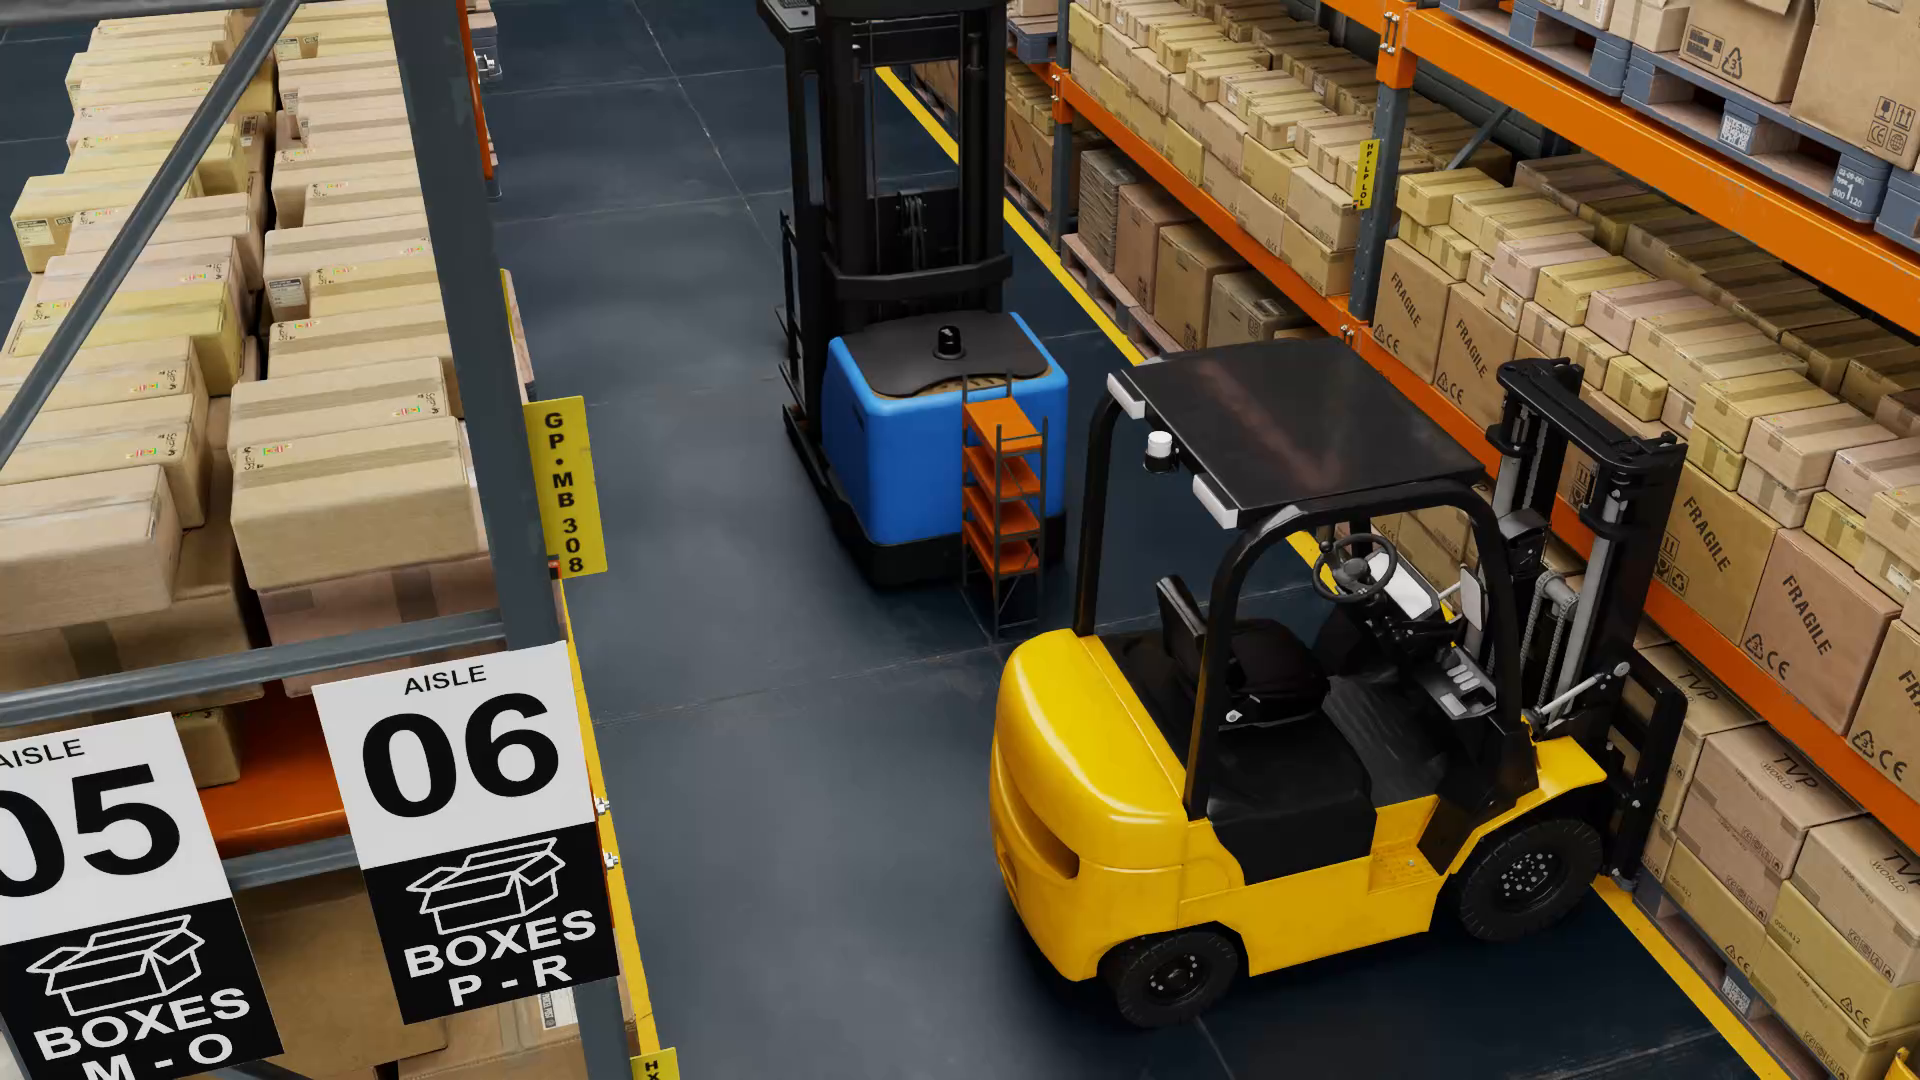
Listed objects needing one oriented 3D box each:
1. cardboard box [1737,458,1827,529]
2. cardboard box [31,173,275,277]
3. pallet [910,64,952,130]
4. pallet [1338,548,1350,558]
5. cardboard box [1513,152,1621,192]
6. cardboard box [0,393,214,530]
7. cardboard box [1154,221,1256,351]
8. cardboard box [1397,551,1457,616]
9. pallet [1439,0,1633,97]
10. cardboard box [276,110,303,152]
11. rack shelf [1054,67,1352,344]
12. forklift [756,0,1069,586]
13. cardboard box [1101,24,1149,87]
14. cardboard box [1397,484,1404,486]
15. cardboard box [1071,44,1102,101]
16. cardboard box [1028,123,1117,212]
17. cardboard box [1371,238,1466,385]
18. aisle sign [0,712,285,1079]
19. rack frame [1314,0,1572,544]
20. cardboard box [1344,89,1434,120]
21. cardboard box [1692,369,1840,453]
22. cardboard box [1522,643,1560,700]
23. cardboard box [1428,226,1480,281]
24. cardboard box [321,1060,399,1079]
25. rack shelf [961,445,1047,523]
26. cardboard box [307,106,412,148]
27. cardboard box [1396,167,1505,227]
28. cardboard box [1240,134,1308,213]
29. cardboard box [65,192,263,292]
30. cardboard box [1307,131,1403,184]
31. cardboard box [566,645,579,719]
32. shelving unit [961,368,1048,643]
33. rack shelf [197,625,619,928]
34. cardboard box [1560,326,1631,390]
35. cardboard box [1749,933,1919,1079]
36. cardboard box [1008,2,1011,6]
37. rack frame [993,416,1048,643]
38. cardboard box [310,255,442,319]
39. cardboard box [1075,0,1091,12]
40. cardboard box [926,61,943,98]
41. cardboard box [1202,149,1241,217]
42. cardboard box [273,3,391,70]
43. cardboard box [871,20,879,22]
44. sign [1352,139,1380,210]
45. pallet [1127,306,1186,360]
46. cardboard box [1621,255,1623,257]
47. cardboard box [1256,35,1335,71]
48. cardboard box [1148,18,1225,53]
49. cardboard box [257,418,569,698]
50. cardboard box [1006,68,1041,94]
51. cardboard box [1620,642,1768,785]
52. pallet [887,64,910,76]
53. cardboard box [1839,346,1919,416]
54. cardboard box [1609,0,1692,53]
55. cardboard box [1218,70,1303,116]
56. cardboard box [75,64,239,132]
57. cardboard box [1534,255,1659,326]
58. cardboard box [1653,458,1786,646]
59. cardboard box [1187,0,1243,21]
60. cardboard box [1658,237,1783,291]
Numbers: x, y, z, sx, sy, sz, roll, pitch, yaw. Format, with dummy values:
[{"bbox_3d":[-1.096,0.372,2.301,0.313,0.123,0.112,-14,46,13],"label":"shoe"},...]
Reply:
[{"bbox_3d":[2.891,-0.194,5.644,0.380,0.149,0.250,-11,35,-16],"label":"cardboard box"},{"bbox_3d":[-2.028,-0.707,4.244,0.500,0.250,0.500,-10,35,-14],"label":"cardboard box"},{"bbox_3d":[0.206,-3.923,14.495,1.003,0.211,1.213,-10,35,-15],"label":"pallet"},{"bbox_3d":[2.565,0.281,8.133,1.003,0.211,1.213,-10,35,-15],"label":"pallet"},{"bbox_3d":[2.747,-1.626,7.542,0.380,0.149,0.250,-10,35,-15],"label":"cardboard box"},{"bbox_3d":[-1.570,-0.119,2.993,0.380,0.149,0.250,-9,35,-14],"label":"cardboard box"},{"bbox_3d":[1.731,-1.566,10.173,0.875,0.625,0.625,-11,35,-17],"label":"cardboard box"},{"bbox_3d":[2.364,0.239,7.781,0.500,0.250,0.500,-11,35,-16],"label":"cardboard box"},{"bbox_3d":[2.647,-2.078,6.533,1.003,0.211,1.213,-10,35,-15],"label":"pallet"},{"bbox_3d":[-1.676,-1.061,4.781,0.500,0.250,0.500,-11,35,-16],"label":"cardboard box"},{"bbox_3d":[1.752,-2.057,9.794,1.077,0.370,4.000,-10,35,-15],"label":"rack shelf"},{"bbox_3d":[-0.393,-1.803,8.820,1.130,2.935,3.031,-10,35,-15],"label":"forklift"},{"bbox_3d":[1.196,-3.016,10.276,0.500,0.250,0.500,-9,34,-13],"label":"cardboard box"},{"bbox_3d":[2.211,-0.445,7.909,0.500,0.250,0.500,-11,35,-15],"label":"cardboard box"},{"bbox_3d":[1.044,-3.070,10.812,0.500,0.250,0.500,-10,35,-15],"label":"cardboard box"},{"bbox_3d":[0.808,-2.725,12.040,0.500,0.500,0.500,-9,35,-13],"label":"cardboard box"},{"bbox_3d":[2.249,-1.072,7.560,0.500,0.500,0.500,-11,35,-16],"label":"cardboard box"},{"bbox_3d":[-1.401,0.627,2.723,0.394,0.787,0.004,-10,35,-15],"label":"aisle sign"},{"bbox_3d":[2.362,-1.307,8.007,1.000,3.000,0.127,-10,35,-15],"label":"rack frame"},{"bbox_3d":[2.254,-2.251,8.757,0.380,0.149,0.250,-10,35,-15],"label":"cardboard box"},{"bbox_3d":[2.787,-0.449,5.760,0.380,0.149,0.250,-9,35,-14],"label":"cardboard box"},{"bbox_3d":[2.667,0.558,6.845,0.500,0.250,0.500,-10,35,-15],"label":"cardboard box"},{"bbox_3d":[2.289,-1.272,7.275,0.380,0.149,0.250,-9,35,-14],"label":"cardboard box"},{"bbox_3d":[-1.572,1.226,3.814,0.500,0.500,0.500,-11,35,-16],"label":"cardboard box"},{"bbox_3d":[0.202,-0.286,7.811,0.258,0.148,0.480,-10,35,-15],"label":"rack shelf"},{"bbox_3d":[-1.496,-1.022,4.359,0.380,0.149,0.250,-10,35,-14],"label":"cardboard box"},{"bbox_3d":[2.177,-1.526,7.390,0.380,0.149,0.250,-9,35,-14],"label":"cardboard box"},{"bbox_3d":[1.805,-1.936,8.642,0.500,0.250,0.500,-11,35,-16],"label":"cardboard box"},{"bbox_3d":[-1.817,-0.663,3.817,0.380,0.149,0.250,-11,35,-16],"label":"cardboard box"},{"bbox_3d":[1.950,-1.894,8.216,0.380,0.149,0.250,-11,35,-15],"label":"cardboard box"},{"bbox_3d":[-0.936,0.255,3.151,0.380,0.149,0.250,-10,35,-15],"label":"cardboard box"},{"bbox_3d":[0.202,-0.156,7.897,0.258,1.200,0.503,-10,35,-15],"label":"shelving unit"},{"bbox_3d":[-1.754,-0.371,4.523,1.077,0.370,4.000,-10,35,-15],"label":"rack shelf"},{"bbox_3d":[2.572,-0.731,6.456,0.380,0.149,0.250,-11,35,-16],"label":"cardboard box"},{"bbox_3d":[3.138,1.572,5.764,0.500,0.250,0.500,-10,35,-14],"label":"cardboard box"},{"bbox_3d":[0.512,-4.019,11.866,0.500,0.250,0.500,-12,35,-17],"label":"cardboard box"},{"bbox_3d":[0.277,-0.028,7.703,0.240,1.200,0.015,-10,35,-15],"label":"rack frame"},{"bbox_3d":[-1.173,-0.486,3.548,0.380,0.149,0.250,-10,35,-15],"label":"cardboard box"},{"bbox_3d":[0.959,-3.502,10.650,0.380,0.149,0.250,-9,35,-13],"label":"cardboard box"},{"bbox_3d":[0.027,-4.070,14.074,0.500,0.500,0.500,-10,35,-15],"label":"cardboard box"},{"bbox_3d":[1.678,-1.994,9.182,0.500,0.250,0.500,-10,35,-14],"label":"cardboard box"},{"bbox_3d":[-1.913,-1.544,5.150,0.380,0.149,0.250,-9,35,-14],"label":"cardboard box"},{"bbox_3d":[-0.637,-4.972,15.653,0.396,0.266,0.258,-9,34,-13],"label":"cardboard box"},{"bbox_3d":[1.848,-1.660,7.564,0.100,0.325,0.005,-10,35,-15],"label":"sign"},{"bbox_3d":[1.724,-1.165,10.322,1.003,0.211,1.213,-10,35,-15],"label":"pallet"},{"bbox_3d":[2.887,-1.228,7.208,0.380,0.149,0.250,-9,35,-14],"label":"cardboard box"},{"bbox_3d":[1.920,-2.780,9.557,0.380,0.149,0.250,-9,35,-13],"label":"cardboard box"},{"bbox_3d":[1.341,-2.970,9.844,0.380,0.149,0.250,-10,35,-14],"label":"cardboard box"},{"bbox_3d":[-1.044,0.008,3.162,0.500,0.250,0.500,-11,35,-16],"label":"cardboard box"},{"bbox_3d":[0.562,-3.457,12.558,0.380,0.149,0.250,-9,35,-13],"label":"cardboard box"},{"bbox_3d":[2.820,0.628,6.284,0.500,0.250,0.500,-10,35,-14],"label":"cardboard box"},{"bbox_3d":[-0.287,-4.704,15.678,1.003,0.211,1.213,-10,35,-15],"label":"pallet"},{"bbox_3d":[3.390,-0.556,5.921,0.380,0.149,0.250,-11,35,-16],"label":"cardboard box"},{"bbox_3d":[2.526,-1.889,5.817,0.396,0.266,0.258,-11,35,-16],"label":"cardboard box"},{"bbox_3d":[1.628,-2.427,9.023,0.380,0.149,0.250,-10,35,-14],"label":"cardboard box"},{"bbox_3d":[-2.221,-1.193,4.619,0.380,0.149,0.250,-11,35,-16],"label":"cardboard box"},{"bbox_3d":[2.514,-0.987,6.574,0.380,0.149,0.250,-11,35,-15],"label":"cardboard box"},{"bbox_3d":[2.876,-0.006,5.947,0.500,0.500,0.500,-11,35,-16],"label":"cardboard box"},{"bbox_3d":[1.641,-3.318,10.371,0.380,0.149,0.250,-10,35,-15],"label":"cardboard box"},{"bbox_3d":[3.074,-1.091,6.731,0.380,0.149,0.250,-11,35,-15],"label":"cardboard box"}]
